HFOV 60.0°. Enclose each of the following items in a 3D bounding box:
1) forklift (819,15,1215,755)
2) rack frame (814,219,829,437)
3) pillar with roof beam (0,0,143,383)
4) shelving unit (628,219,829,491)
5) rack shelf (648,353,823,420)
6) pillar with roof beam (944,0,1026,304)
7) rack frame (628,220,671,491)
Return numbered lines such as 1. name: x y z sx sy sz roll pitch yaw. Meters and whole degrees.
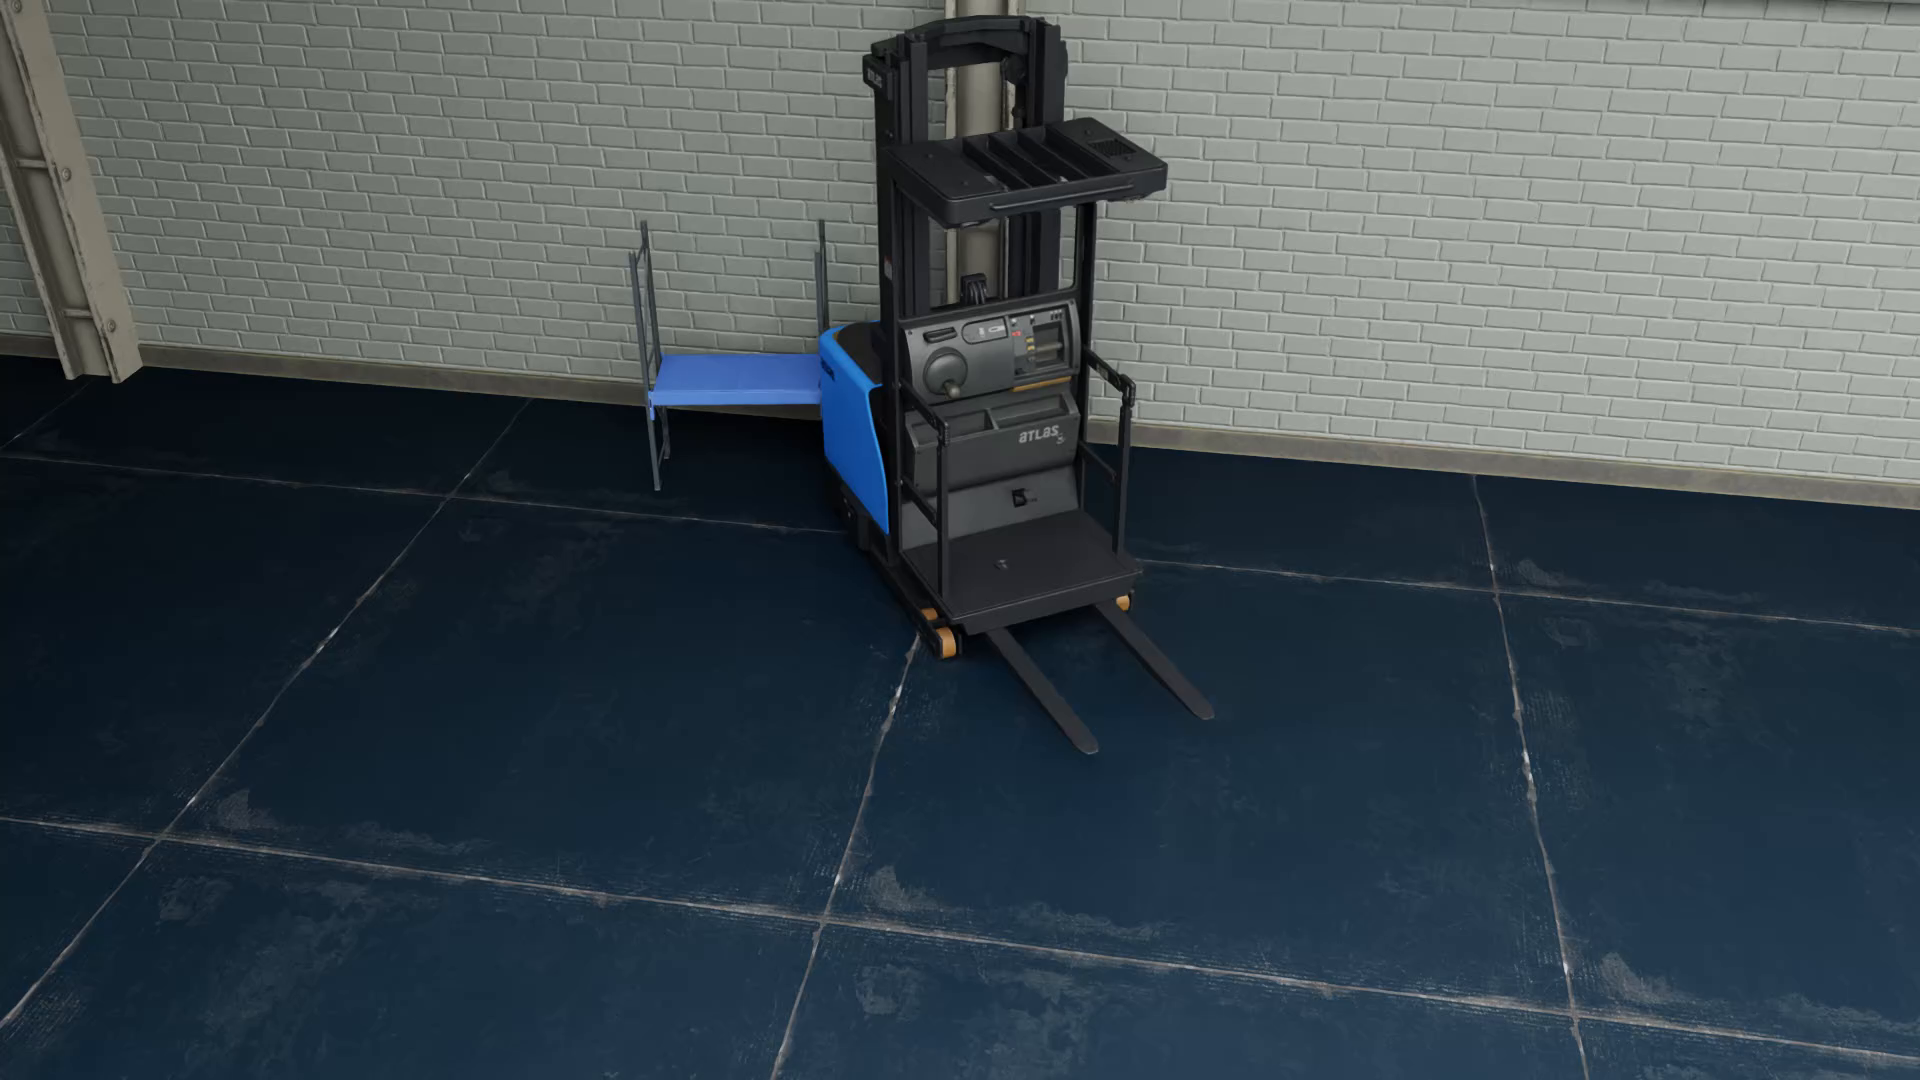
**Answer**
1. forklift: 0.259 -0.897 8.094 1.130 2.935 3.031 -13 34 -20
2. rack frame: -0.788 -1.072 9.724 0.032 1.500 0.500 -1 32 -1
3. pillar with roof beam: -6.501 -2.705 5.264 0.400 9.000 9.100 5 32 8
4. shelving unit: -1.296 -1.067 9.715 1.048 1.500 0.538 -1 32 -1
5. rack shelf: -1.296 -0.915 9.810 1.000 0.185 0.538 -1 32 -1
6. pillar with roof beam: -0.586 -2.169 4.408 0.400 9.000 9.100 5 32 8
7. rack frame: -1.804 -1.062 9.706 0.032 1.500 0.500 -1 32 -1
